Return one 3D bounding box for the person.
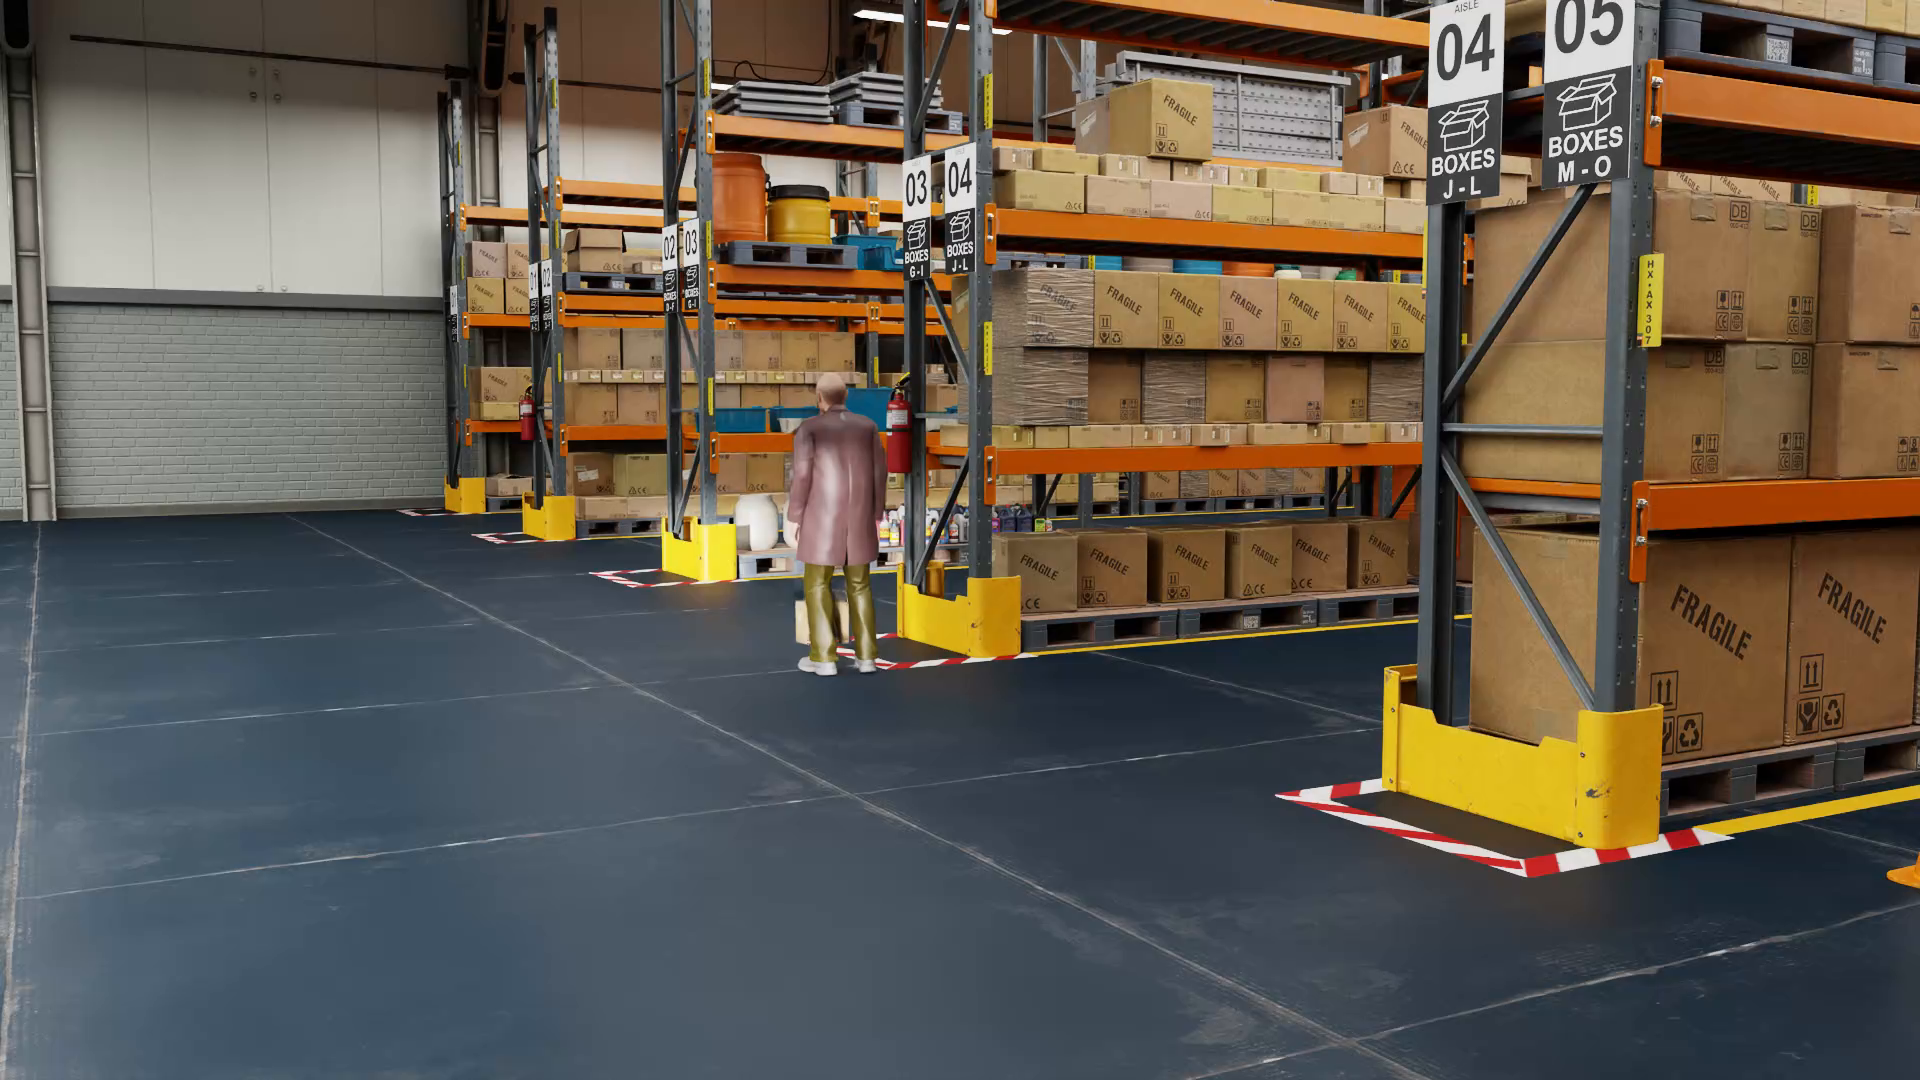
[{"bbox_3d":[-0.741,-0.097,9.833,0.647,1.772,0.429,-3,6,-27],"label":"person"}]
